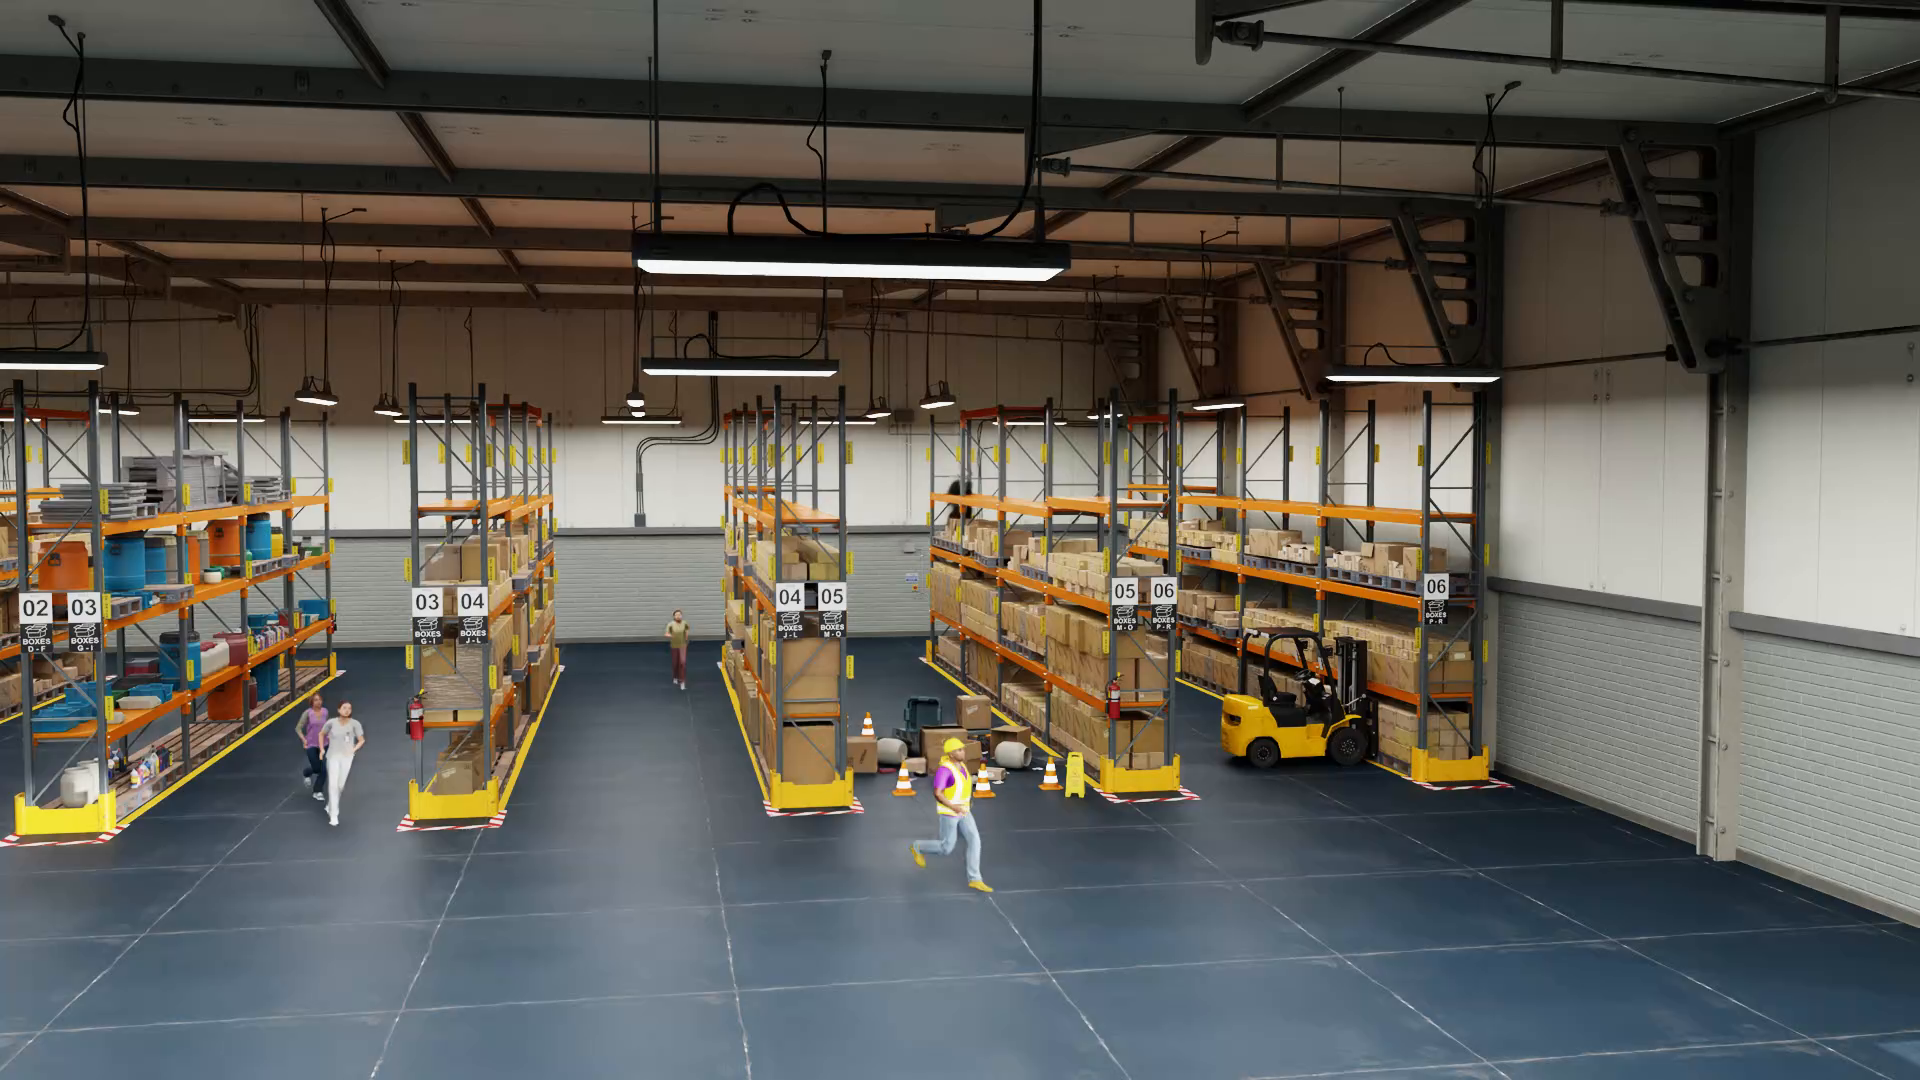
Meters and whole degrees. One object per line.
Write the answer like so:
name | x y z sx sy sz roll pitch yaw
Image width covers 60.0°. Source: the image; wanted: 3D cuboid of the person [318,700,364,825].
person | -8.520 3.030 22.919 0.589 1.672 0.782 -1 3 -23

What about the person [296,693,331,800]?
person | -9.392 3.004 24.267 0.538 1.552 0.548 -3 4 -41

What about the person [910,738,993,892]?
person | -0.102 3.175 19.292 1.054 1.753 0.668 2 3 34

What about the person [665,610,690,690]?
person | -6.102 2.339 35.932 0.529 1.696 0.887 -1 3 -10
